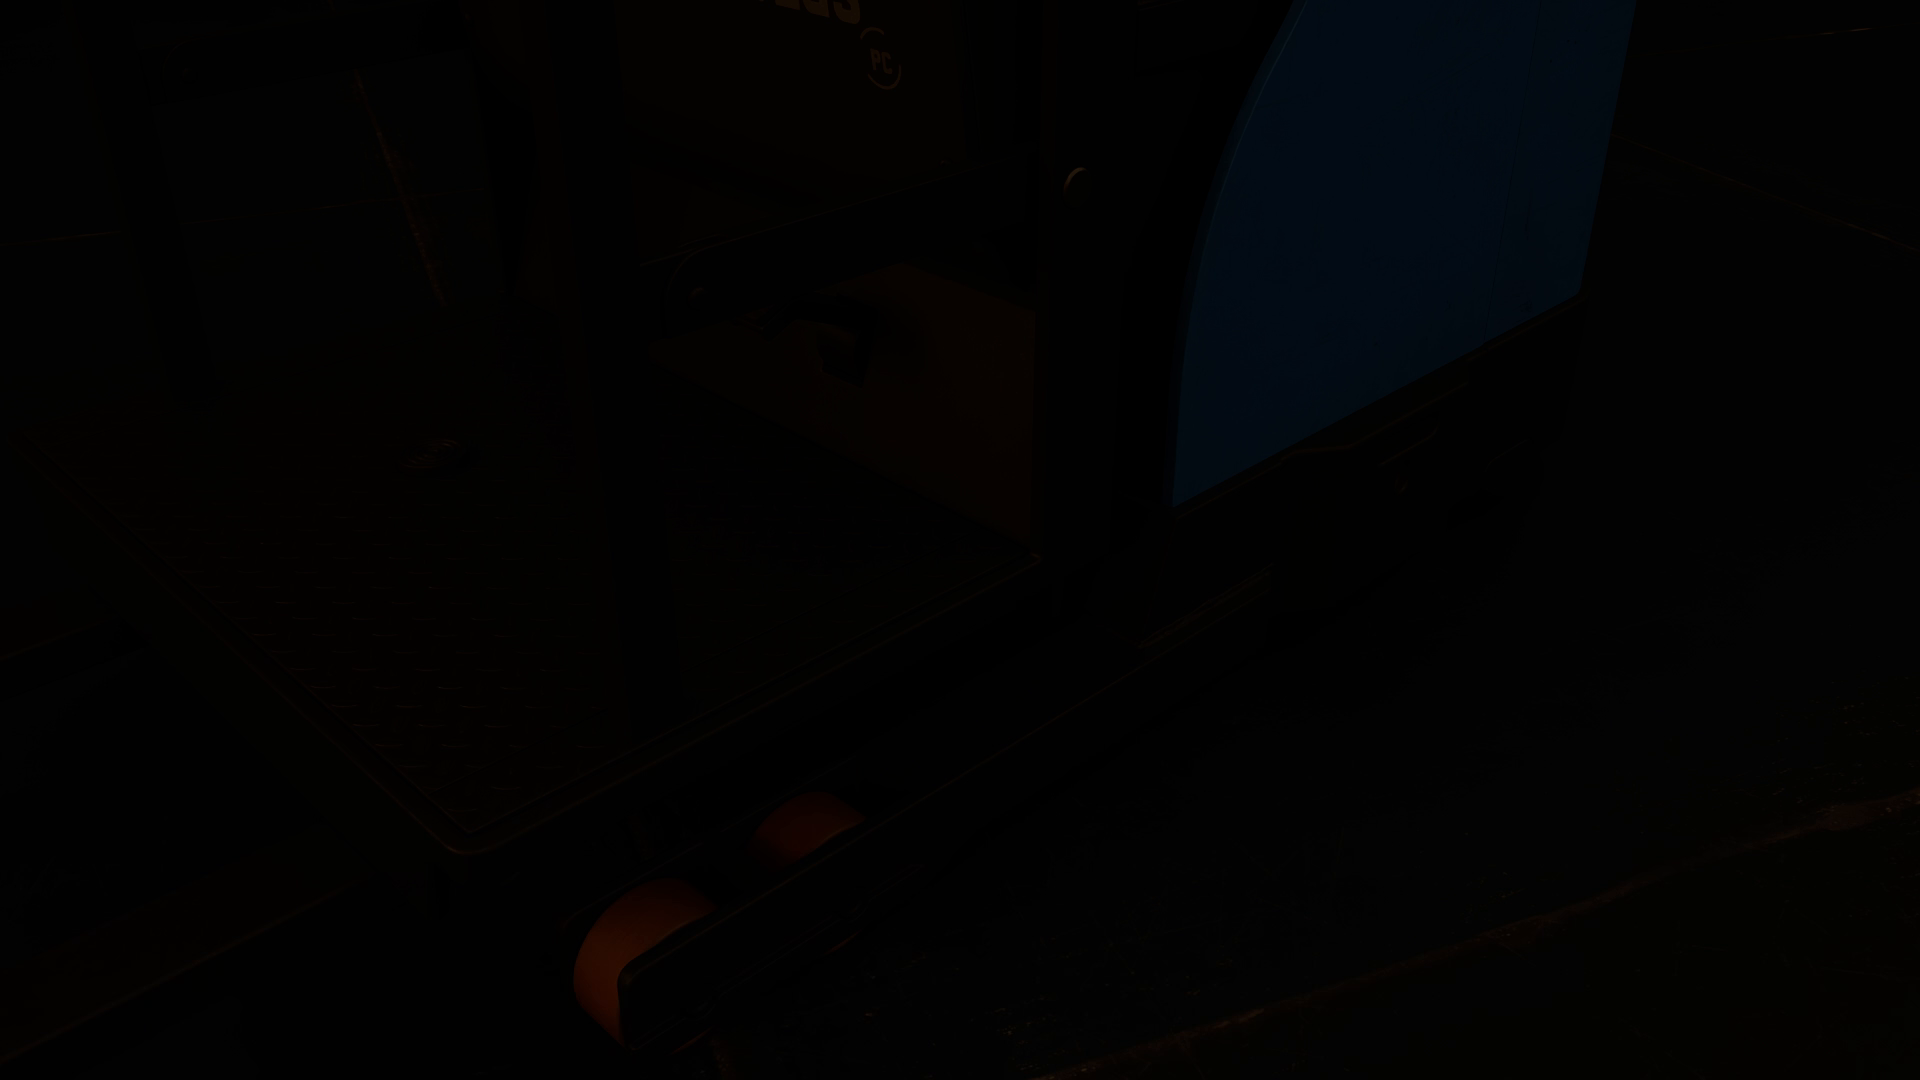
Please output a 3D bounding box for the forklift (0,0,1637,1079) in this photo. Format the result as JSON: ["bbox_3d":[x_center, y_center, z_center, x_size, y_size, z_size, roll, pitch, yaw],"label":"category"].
[{"bbox_3d":[-0.435,-1.063,1.405,3.031,2.935,1.130,-26,39,-37],"label":"forklift"}]
